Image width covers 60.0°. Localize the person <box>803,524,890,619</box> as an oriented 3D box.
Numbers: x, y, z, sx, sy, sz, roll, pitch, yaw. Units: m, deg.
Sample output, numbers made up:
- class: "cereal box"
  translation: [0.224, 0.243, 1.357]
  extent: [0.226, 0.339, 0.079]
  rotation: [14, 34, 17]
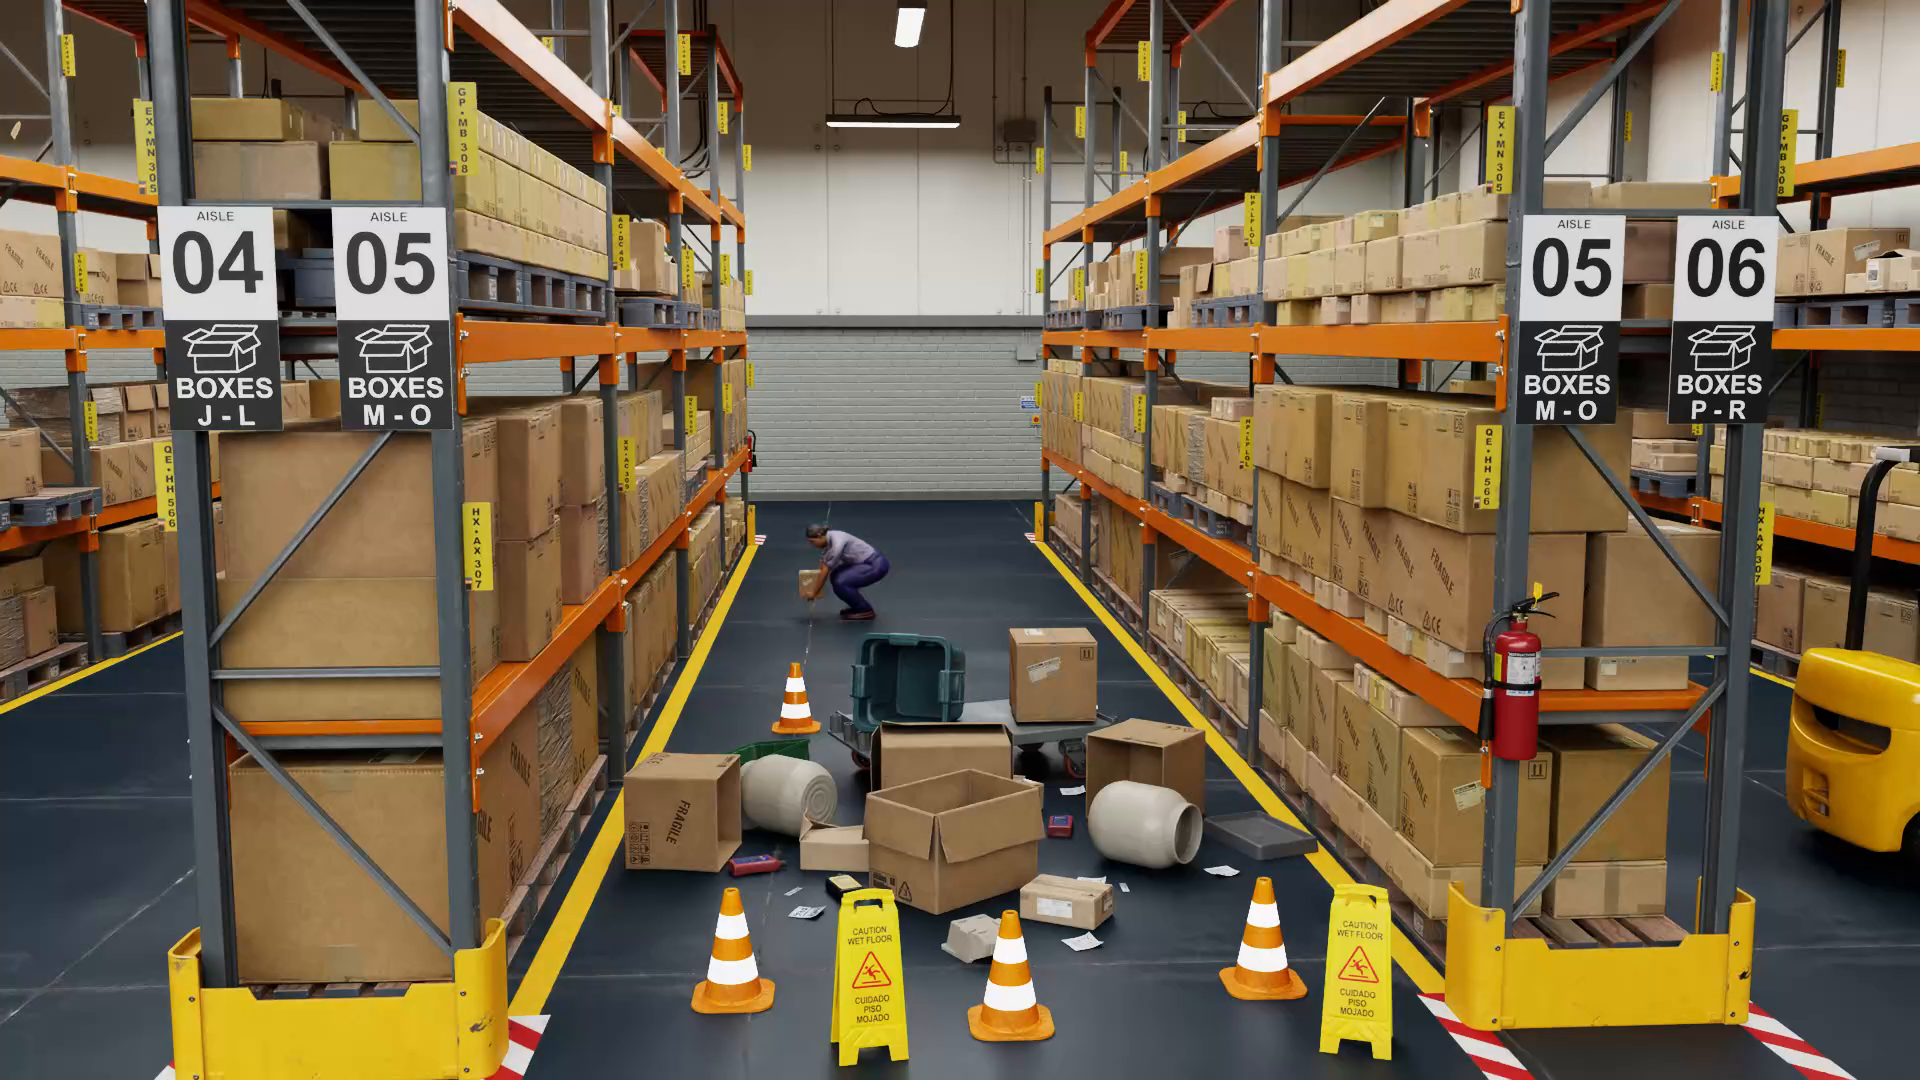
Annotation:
- class: "person"
  translation: [-1.117, 0.304, 16.341]
  extent: [0.856, 0.929, 0.501]
  rotation: [-1, 7, -5]
